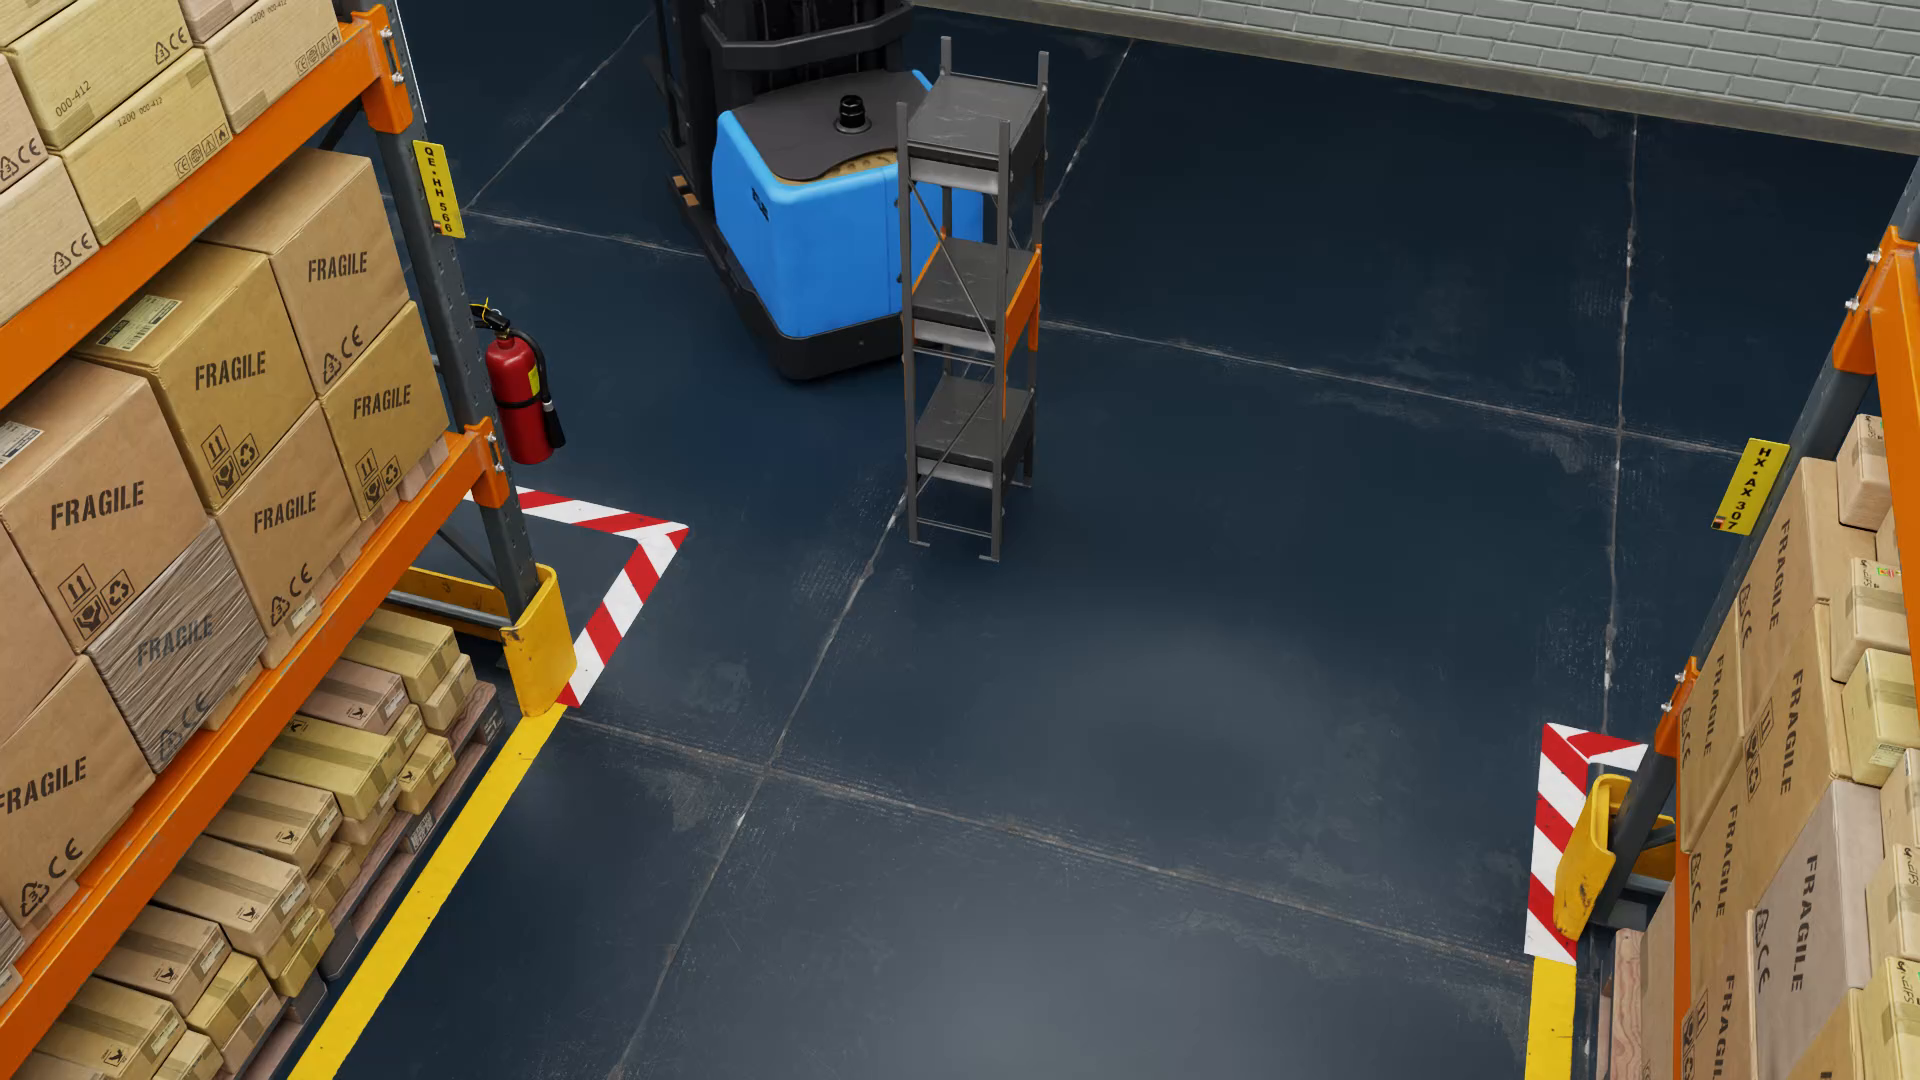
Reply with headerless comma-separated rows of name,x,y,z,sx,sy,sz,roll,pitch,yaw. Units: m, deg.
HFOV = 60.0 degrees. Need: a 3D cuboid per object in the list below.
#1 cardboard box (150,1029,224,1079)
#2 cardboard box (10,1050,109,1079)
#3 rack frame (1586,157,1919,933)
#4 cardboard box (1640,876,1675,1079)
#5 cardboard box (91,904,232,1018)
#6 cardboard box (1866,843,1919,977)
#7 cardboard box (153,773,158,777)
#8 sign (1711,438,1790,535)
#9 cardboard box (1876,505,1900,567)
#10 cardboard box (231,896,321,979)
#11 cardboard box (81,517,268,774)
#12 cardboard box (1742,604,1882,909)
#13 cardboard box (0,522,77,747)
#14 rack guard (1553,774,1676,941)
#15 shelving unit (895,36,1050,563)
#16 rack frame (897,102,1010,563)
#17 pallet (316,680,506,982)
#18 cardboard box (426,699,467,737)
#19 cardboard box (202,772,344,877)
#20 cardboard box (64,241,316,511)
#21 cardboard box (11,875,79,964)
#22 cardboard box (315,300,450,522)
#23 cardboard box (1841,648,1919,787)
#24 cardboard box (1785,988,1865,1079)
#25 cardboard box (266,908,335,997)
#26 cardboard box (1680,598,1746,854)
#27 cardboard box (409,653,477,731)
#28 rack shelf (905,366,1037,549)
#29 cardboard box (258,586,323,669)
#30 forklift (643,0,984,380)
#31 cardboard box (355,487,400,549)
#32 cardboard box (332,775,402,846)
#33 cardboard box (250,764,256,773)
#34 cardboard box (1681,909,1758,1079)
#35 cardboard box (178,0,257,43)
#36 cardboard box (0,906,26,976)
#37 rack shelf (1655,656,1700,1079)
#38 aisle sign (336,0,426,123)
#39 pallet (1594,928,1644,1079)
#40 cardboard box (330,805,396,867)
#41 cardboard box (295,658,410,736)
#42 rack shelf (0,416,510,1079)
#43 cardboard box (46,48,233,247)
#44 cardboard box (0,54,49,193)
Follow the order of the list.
cardboard box,-2.438,1.564,4.932,0.380,0.149,0.250,13,46,13
cardboard box,-2.622,1.594,4.688,0.380,0.149,0.250,11,45,11
rack frame,2.651,0.319,4.678,1.000,3.000,0.127,13,46,13
cardboard box,2.546,1.546,4.956,0.875,0.438,0.875,11,45,11
cardboard box,-2.457,1.258,5.032,0.380,0.149,0.250,11,45,11
cardboard box,1.872,0.734,3.004,0.380,0.149,0.250,13,46,13
cardboard box,-2.401,0.545,4.627,0.380,0.149,0.250,11,45,11
sign,2.123,-0.140,4.472,0.100,0.325,0.005,13,46,13
cardboard box,2.268,0.062,3.691,0.380,0.149,0.250,14,46,13
cardboard box,-2.286,1.207,5.296,0.380,0.149,0.250,13,46,13
cardboard box,-2.294,0.232,4.483,0.500,0.500,0.500,13,46,13
cardboard box,2.084,0.531,3.675,0.500,0.500,0.500,11,46,11
cardboard box,-2.459,0.236,3.764,0.500,0.500,0.500,11,45,11
rack guard,2.658,1.196,5.569,1.175,0.500,0.348,13,46,13
shelving unit,0.050,-0.861,6.527,0.431,2.100,0.503,13,46,13
rack frame,-0.024,-0.698,6.361,0.400,2.100,0.015,13,46,13
pallet,-2.400,0.919,6.059,1.003,0.211,1.213,13,46,13
cardboard box,-2.058,0.602,6.127,0.380,0.149,0.250,13,46,13
cardboard box,-2.244,0.915,5.382,0.380,0.149,0.250,11,45,11
cardboard box,-2.153,-0.466,4.482,0.500,0.500,0.500,11,45,11
cardboard box,-2.522,0.898,4.266,0.380,0.149,0.250,14,46,14
cardboard box,-1.988,-0.450,5.180,0.500,0.500,0.500,13,46,13
cardboard box,2.017,0.390,3.356,0.380,0.149,0.250,11,45,11
cardboard box,1.785,1.209,2.983,0.500,0.500,0.500,13,46,13
cardboard box,-2.282,1.303,5.411,0.380,0.149,0.250,11,45,11
cardboard box,2.232,0.542,4.379,0.500,0.500,0.500,12,46,12
cardboard box,-1.986,0.513,6.006,0.380,0.149,0.250,11,46,11
rack shelf,0.050,-0.351,7.026,0.431,0.518,0.480,13,46,13
cardboard box,-2.155,0.208,4.971,0.380,0.149,0.250,14,46,14
forklift,-0.932,-2.841,7.956,1.130,2.935,3.031,-17,47,-17
cardboard box,-2.038,-0.137,5.324,0.380,0.149,0.250,12,46,12
cardboard box,-2.141,0.859,5.651,0.380,0.149,0.250,11,45,11
cardboard box,-2.628,0.748,5.766,0.380,0.149,0.250,13,46,13
cardboard box,1.934,1.221,3.685,0.500,0.500,0.500,12,46,12
cardboard box,-1.995,-1.498,4.141,0.500,0.250,0.500,11,45,11
cardboard box,-2.589,0.926,3.774,0.500,0.500,0.500,12,46,12
rack shelf,2.045,1.909,3.568,1.077,0.370,4.000,13,46,13
aisle sign,-1.790,-1.576,4.757,0.394,0.787,0.004,13,46,13
pallet,2.483,1.865,5.092,1.003,0.211,1.213,13,46,13
cardboard box,-2.202,0.952,5.769,0.380,0.149,0.250,12,46,12
cardboard box,-2.147,0.556,5.749,0.380,0.149,0.250,13,46,13
rack shelf,-2.703,0.928,4.570,1.077,0.370,4.000,13,46,13
cardboard box,-2.131,-0.980,3.968,0.500,0.250,0.500,13,46,13
cardboard box,-2.306,-0.816,3.444,0.500,0.250,0.500,13,46,13
